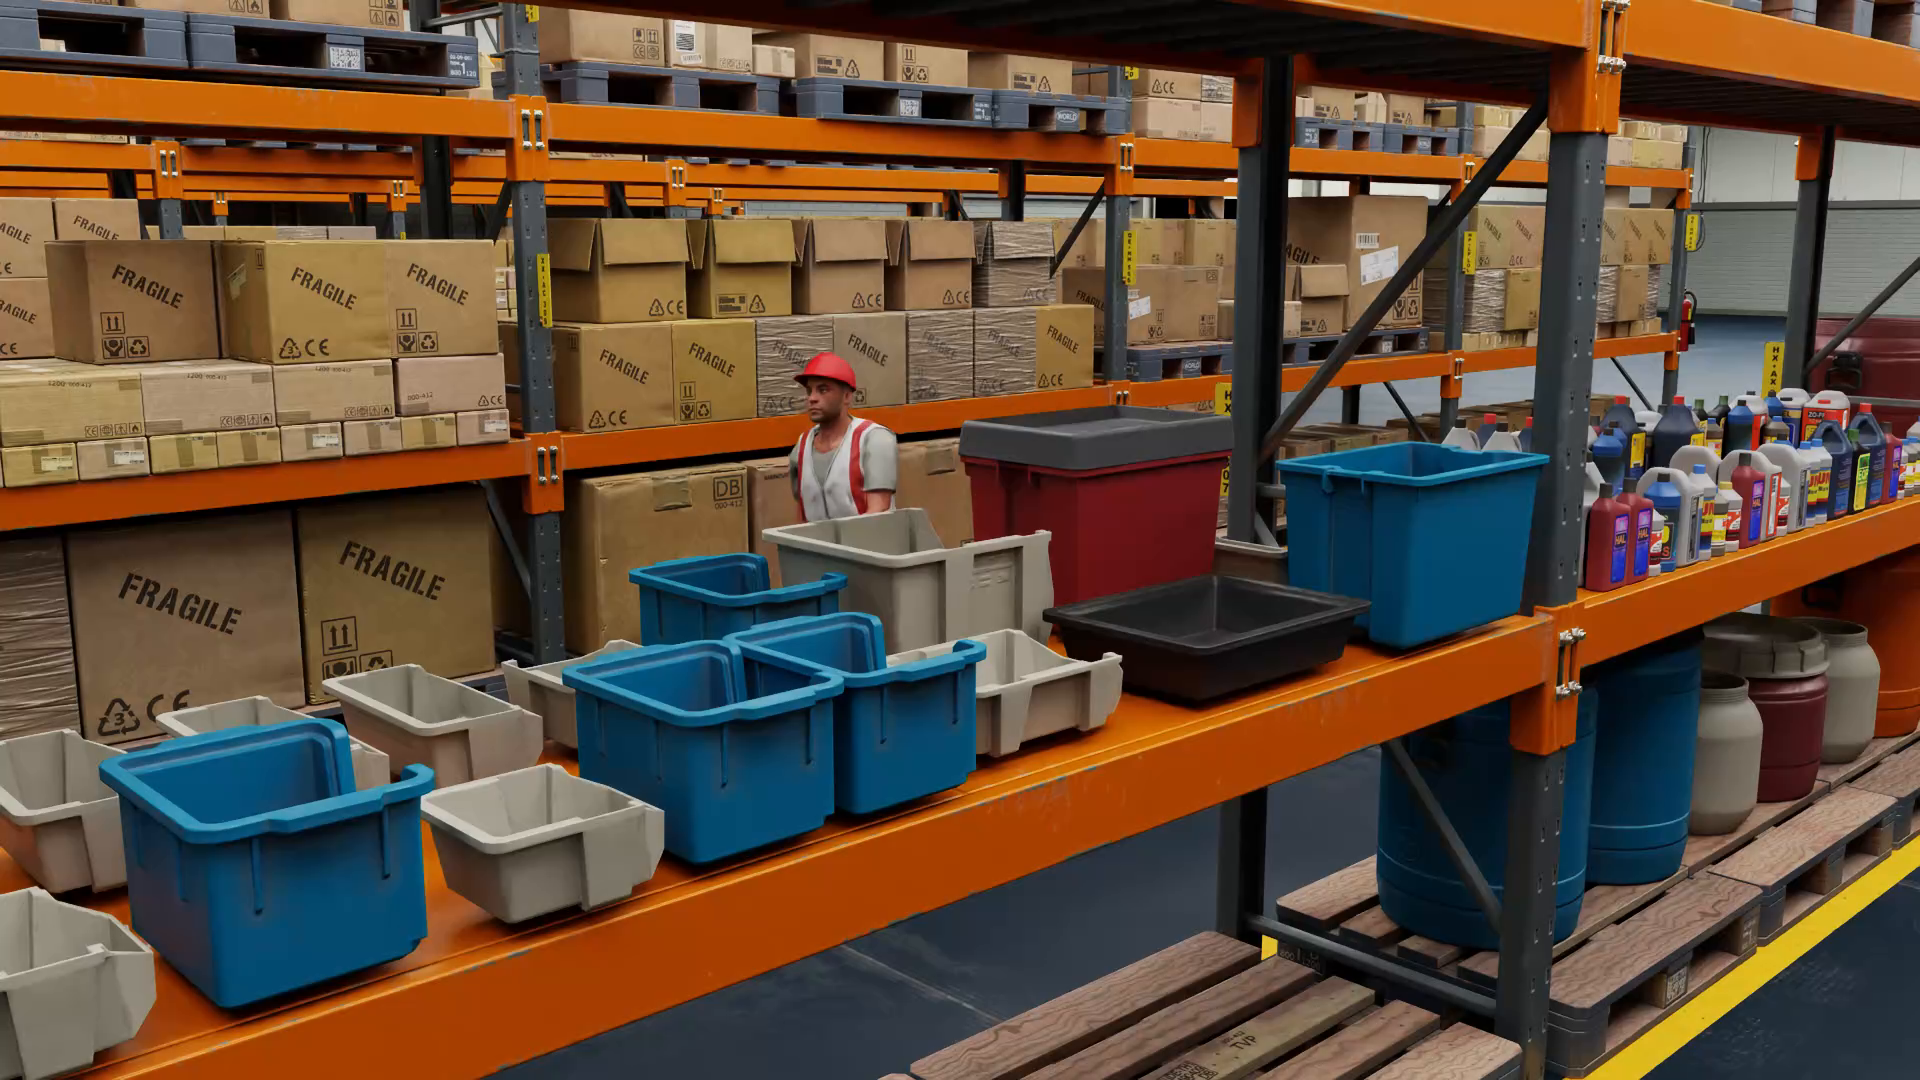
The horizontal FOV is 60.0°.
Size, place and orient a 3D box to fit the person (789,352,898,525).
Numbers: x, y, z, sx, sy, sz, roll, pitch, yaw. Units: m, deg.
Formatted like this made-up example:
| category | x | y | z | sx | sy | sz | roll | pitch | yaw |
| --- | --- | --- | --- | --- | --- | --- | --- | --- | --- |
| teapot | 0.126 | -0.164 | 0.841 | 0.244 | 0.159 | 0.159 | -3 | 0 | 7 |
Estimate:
| category | x | y | z | sx | sy | sz | roll | pitch | yaw |
| --- | --- | --- | --- | --- | --- | --- | --- | --- | --- |
| person | -0.457 | 0.126 | 6.679 | 0.543 | 1.761 | 0.851 | 4 | 11 | 21 |
